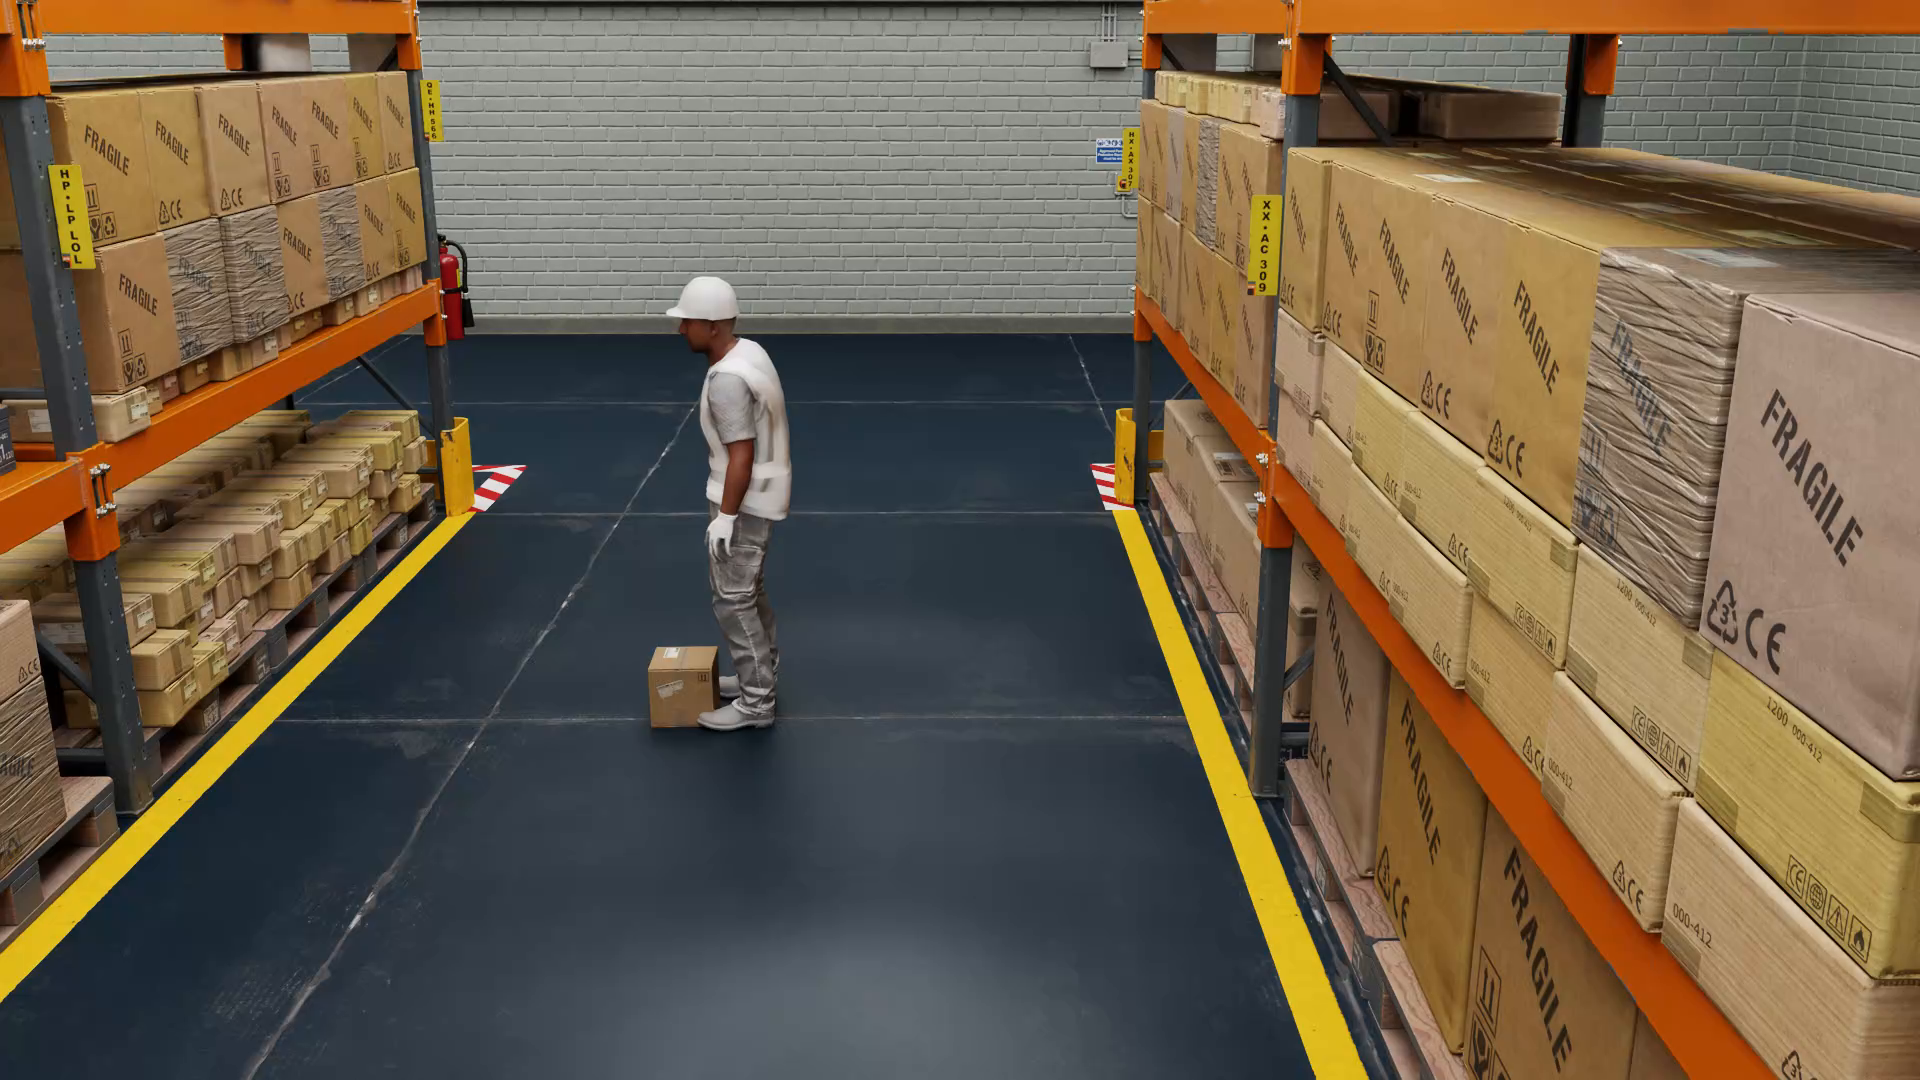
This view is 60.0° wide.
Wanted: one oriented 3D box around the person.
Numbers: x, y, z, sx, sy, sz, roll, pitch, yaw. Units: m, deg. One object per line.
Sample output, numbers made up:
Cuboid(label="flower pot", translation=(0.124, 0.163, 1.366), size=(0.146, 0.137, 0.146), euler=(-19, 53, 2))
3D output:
Cuboid(label="person", translation=(-0.879, -0.141, 6.485), size=(0.450, 1.774, 0.632), euler=(-1, 17, -2))
